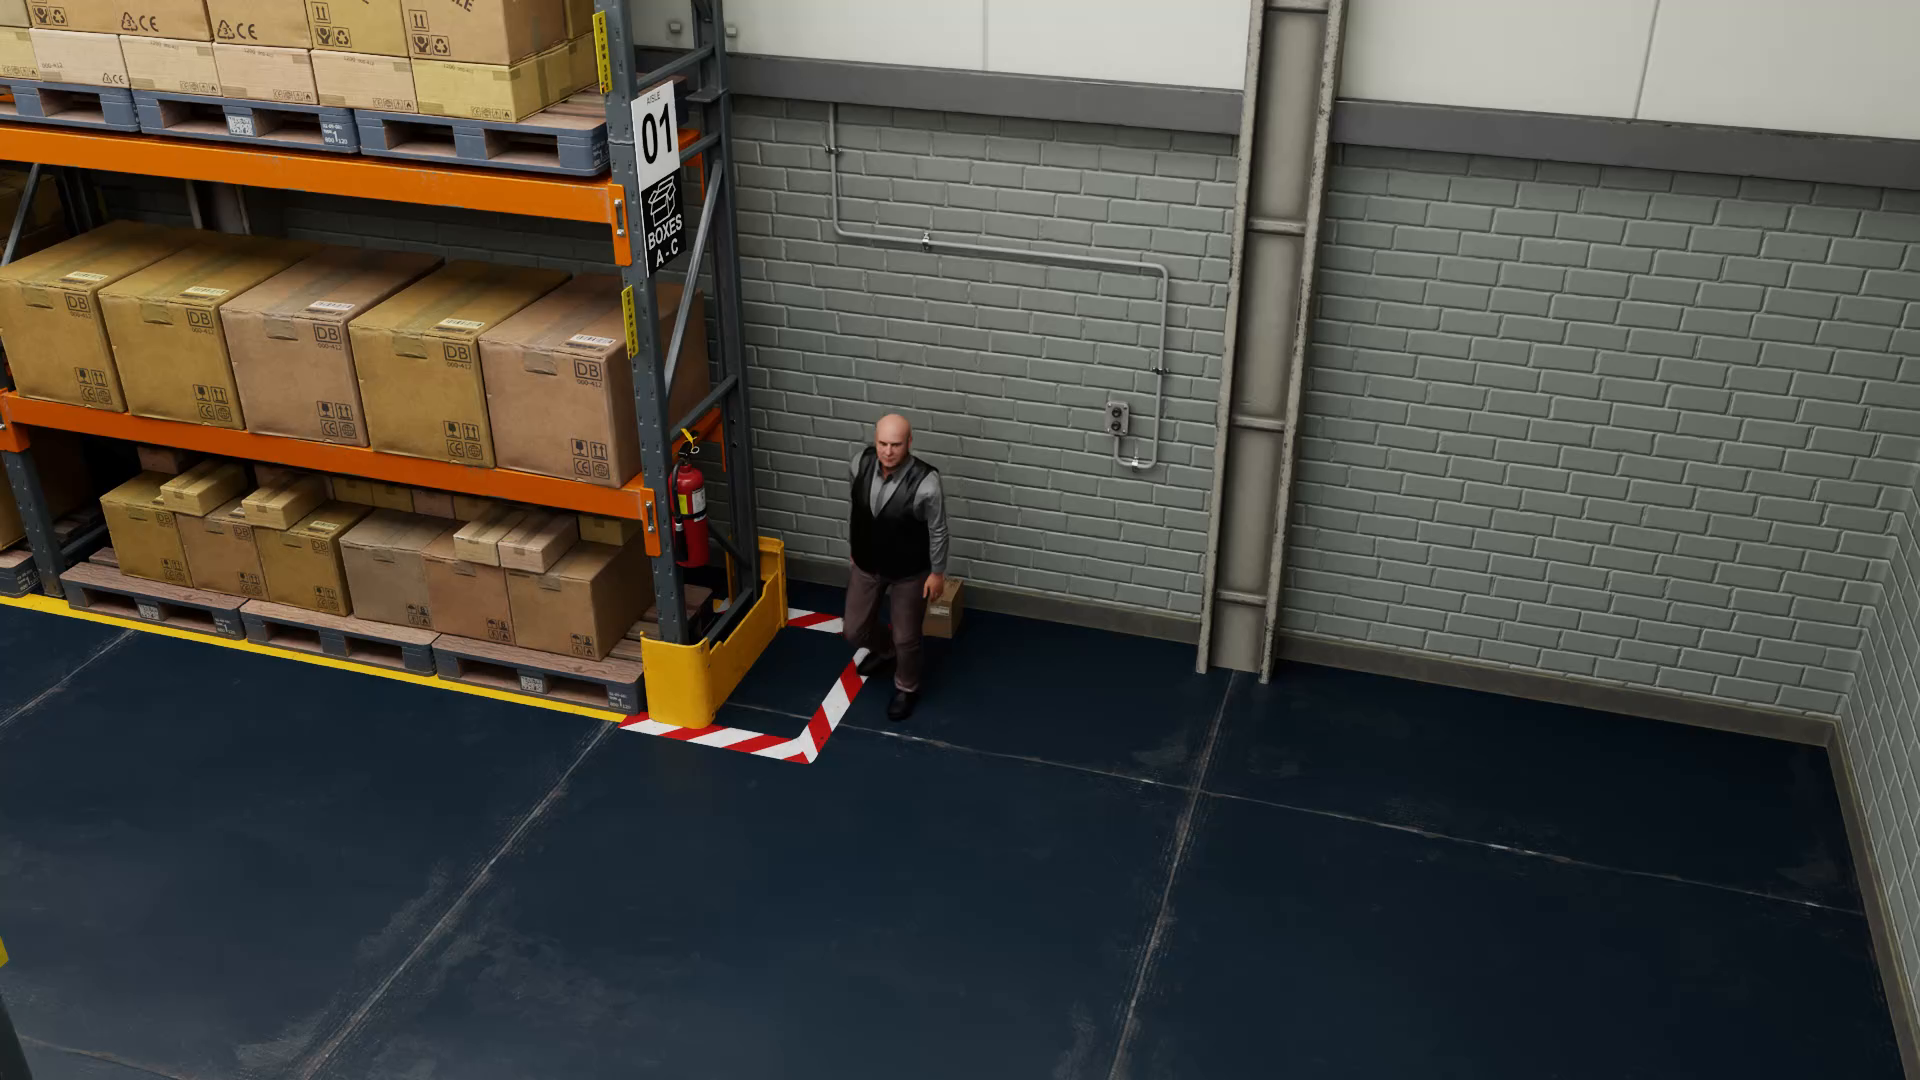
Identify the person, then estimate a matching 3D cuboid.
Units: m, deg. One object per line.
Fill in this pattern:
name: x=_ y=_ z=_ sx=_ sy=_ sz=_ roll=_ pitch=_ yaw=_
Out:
person: x=-0.306 y=0.108 z=8.322 sx=0.583 sy=1.712 sz=0.488 roll=13 pitch=31 yaw=22
